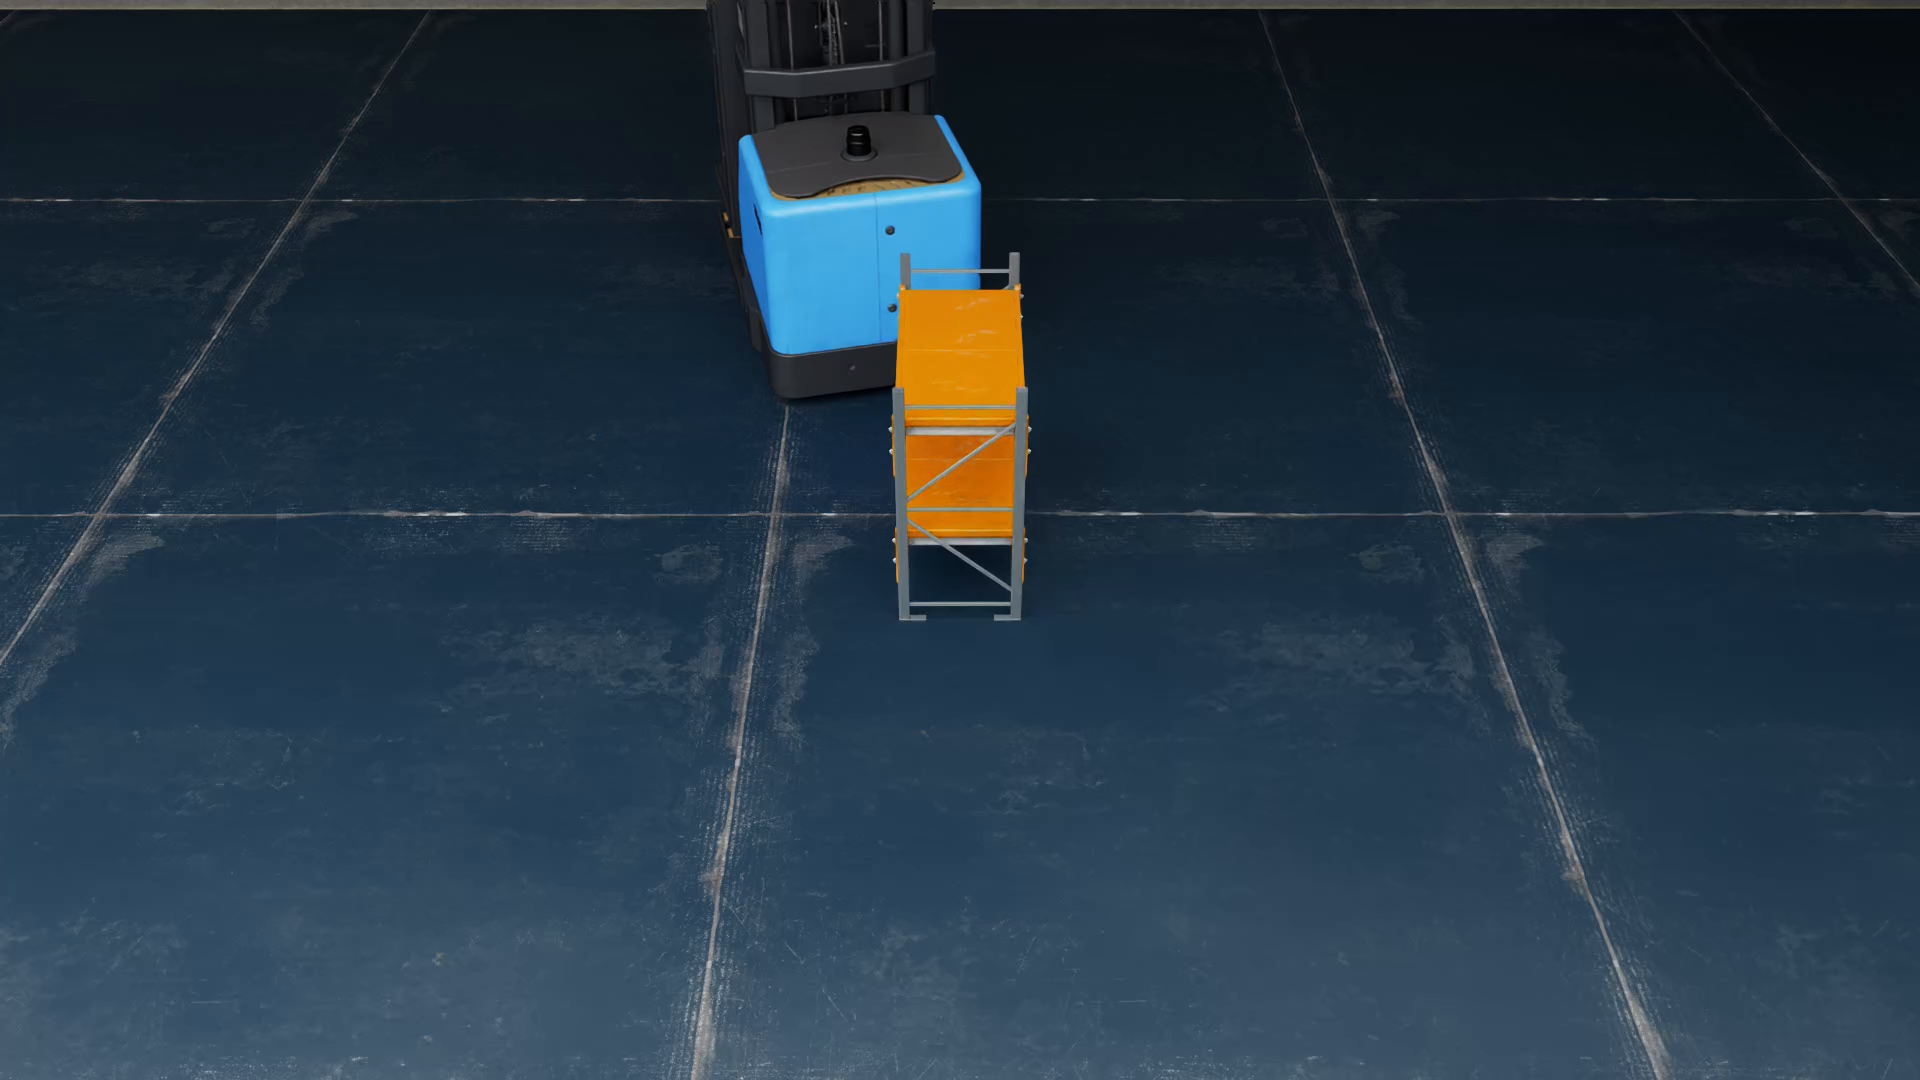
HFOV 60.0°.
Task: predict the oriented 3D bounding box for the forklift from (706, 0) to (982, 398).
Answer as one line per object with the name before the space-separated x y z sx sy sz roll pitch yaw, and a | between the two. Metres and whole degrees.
forklift | -0.736 -2.750 8.338 1.130 2.935 3.031 -9 40 -11

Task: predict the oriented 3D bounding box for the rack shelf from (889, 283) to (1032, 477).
rack shelf | 0.000 -0.663 6.710 0.538 0.278 1.000 0 39 0

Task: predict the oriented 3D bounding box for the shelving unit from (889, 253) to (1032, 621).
shelving unit | 0.000 -0.435 6.893 0.538 1.125 1.048 0 39 0

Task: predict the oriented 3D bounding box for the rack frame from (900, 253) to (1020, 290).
rack frame | -0.001 -0.753 7.290 0.500 1.125 0.032 0 39 0

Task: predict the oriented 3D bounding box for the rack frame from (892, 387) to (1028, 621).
rack frame | 0.001 -0.117 6.496 0.500 1.125 0.032 0 39 0

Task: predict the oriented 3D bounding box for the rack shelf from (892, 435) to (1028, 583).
rack shelf | 0.000 -0.244 7.046 0.538 0.278 1.000 0 39 0
